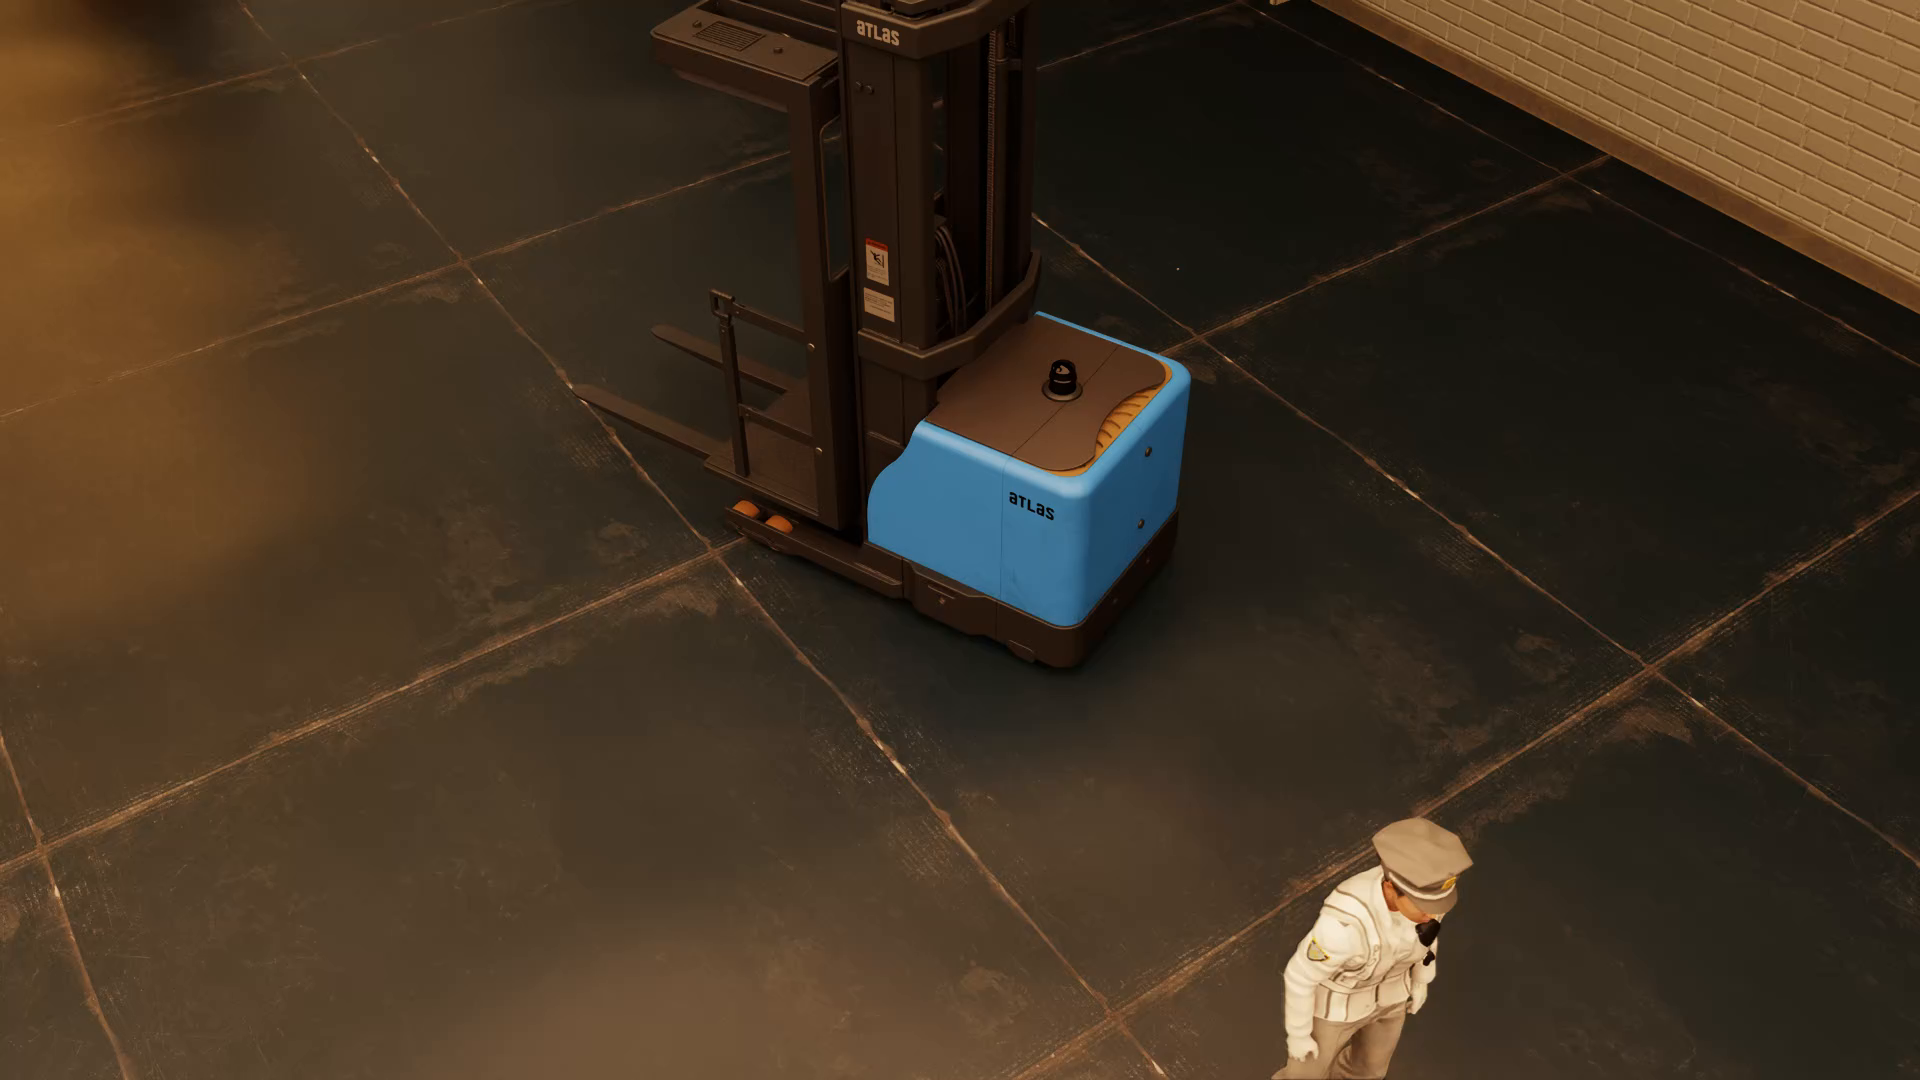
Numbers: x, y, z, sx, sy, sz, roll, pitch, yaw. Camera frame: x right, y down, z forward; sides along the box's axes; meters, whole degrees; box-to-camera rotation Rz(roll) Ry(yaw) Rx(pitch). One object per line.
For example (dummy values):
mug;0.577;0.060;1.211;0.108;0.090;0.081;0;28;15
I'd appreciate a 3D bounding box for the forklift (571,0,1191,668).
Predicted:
forklift;-0.511;-1.302;7.129;3.031;2.935;1.130;24;48;24

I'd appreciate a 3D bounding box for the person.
person;1.219;1.419;5.112;0.547;1.664;0.375;-17;45;-17
